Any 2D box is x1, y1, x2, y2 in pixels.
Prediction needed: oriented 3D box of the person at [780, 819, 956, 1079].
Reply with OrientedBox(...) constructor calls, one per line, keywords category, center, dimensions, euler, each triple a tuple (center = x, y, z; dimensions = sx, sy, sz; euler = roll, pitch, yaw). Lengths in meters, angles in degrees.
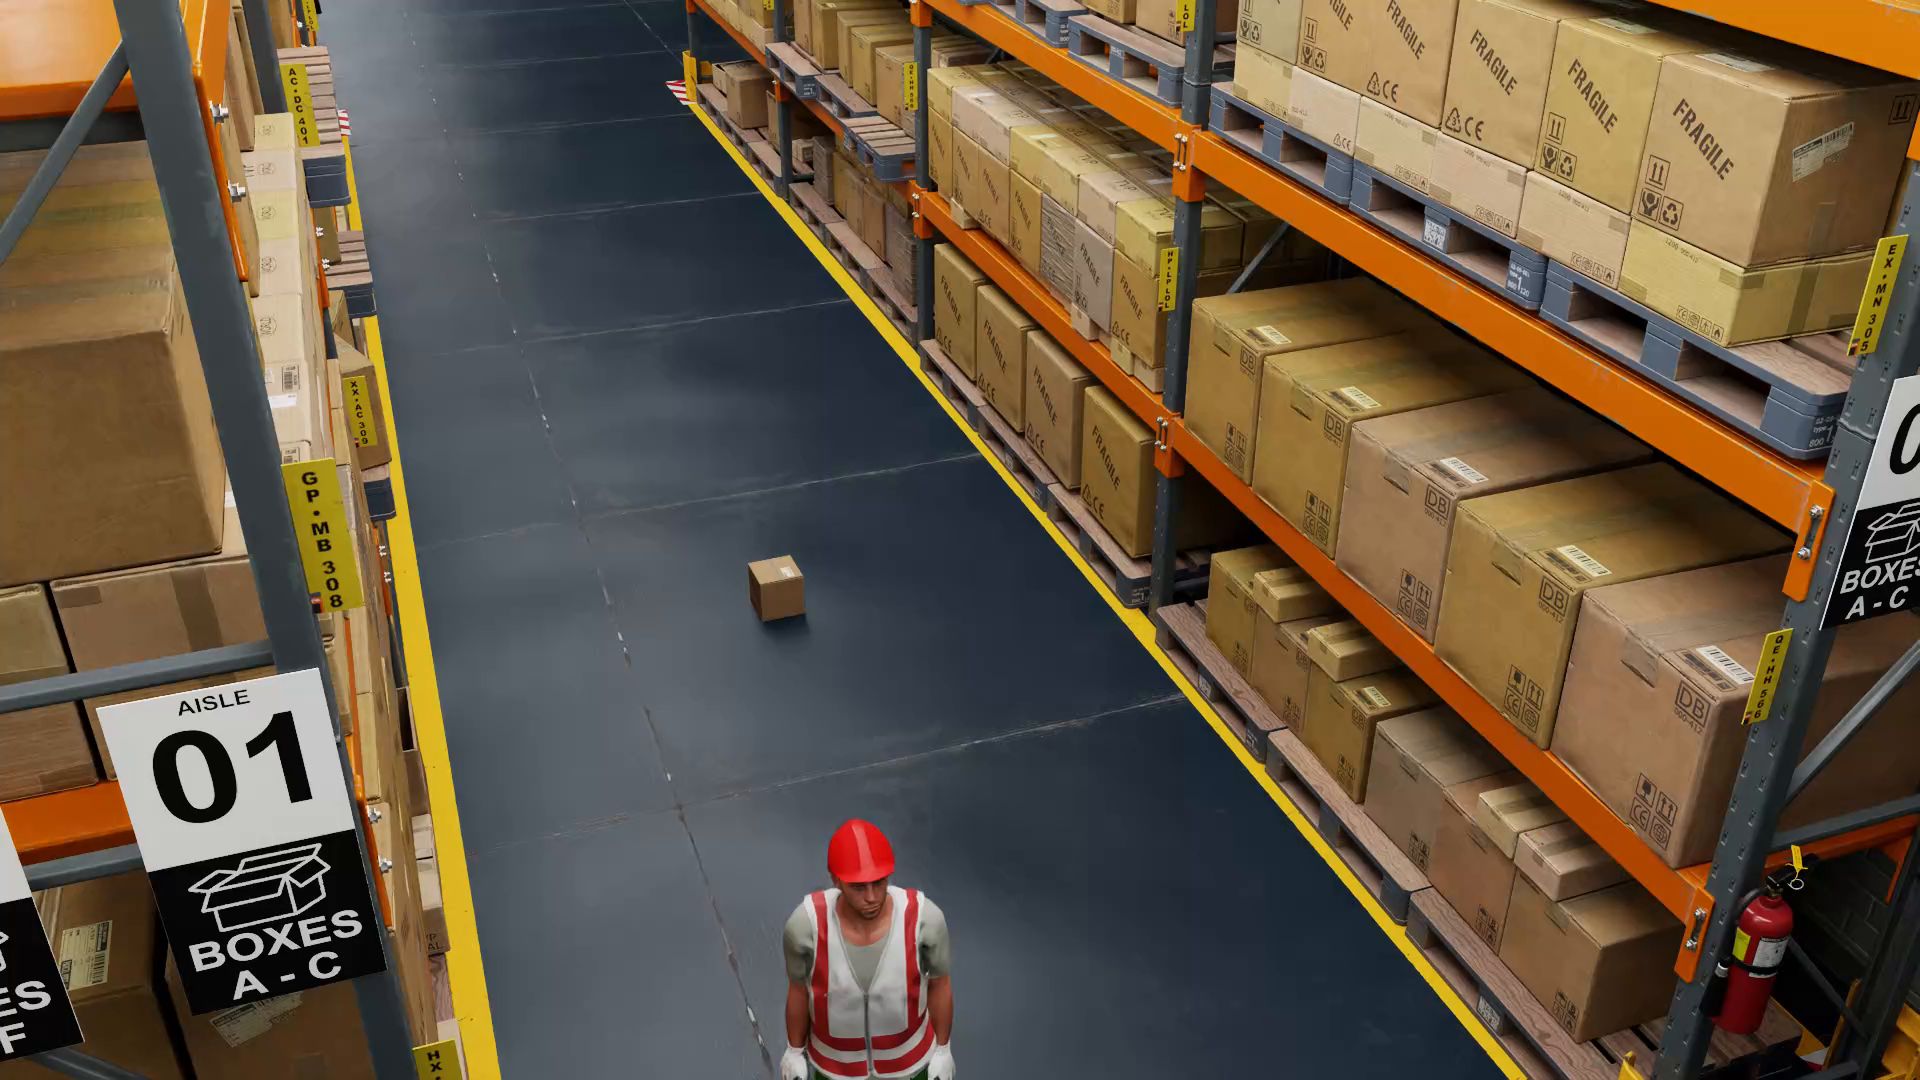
OrientedBox(category="person", center=(-0.297, 1.663, 5.340), dimensions=(0.567, 1.778, 0.496), euler=(-2, 30, -4))
